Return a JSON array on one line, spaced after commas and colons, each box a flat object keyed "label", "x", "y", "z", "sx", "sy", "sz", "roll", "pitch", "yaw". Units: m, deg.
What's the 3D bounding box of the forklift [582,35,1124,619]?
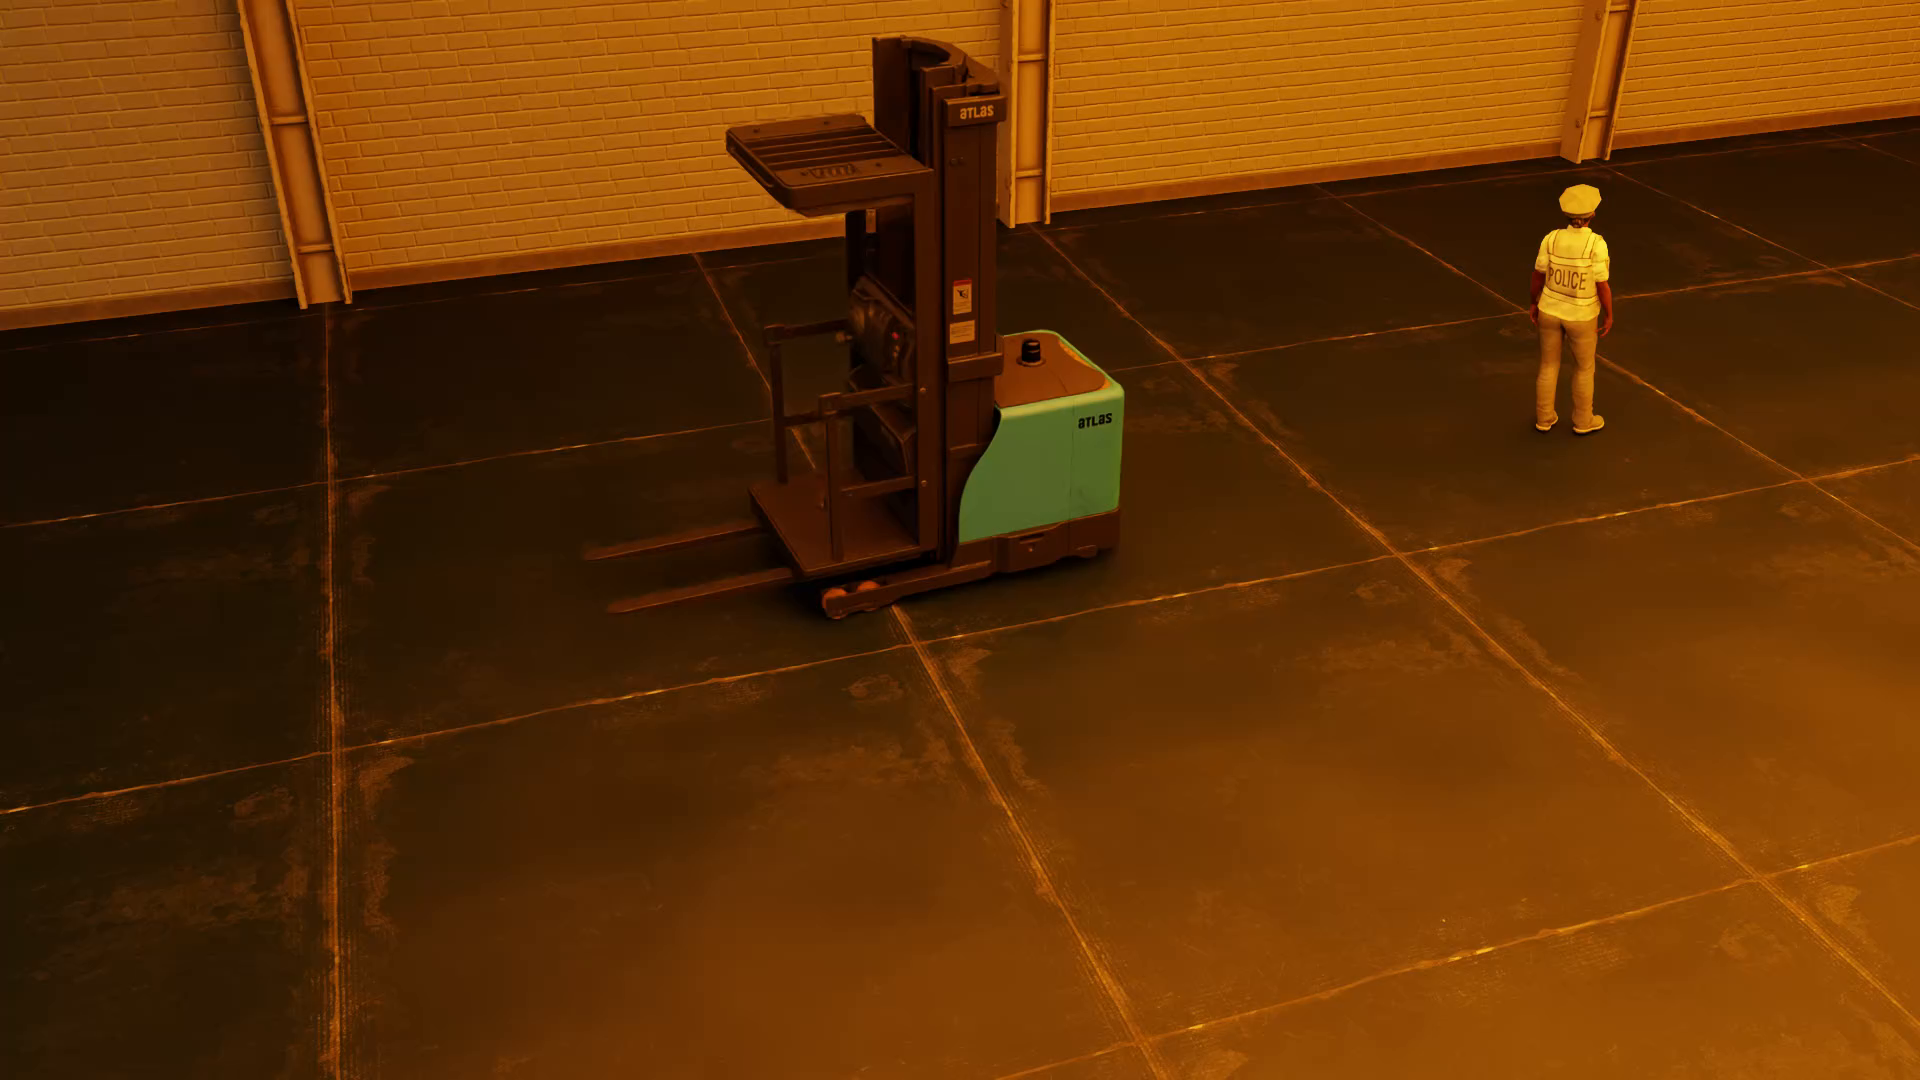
[{"label": "forklift", "x": -0.621, "y": -1.131, "z": 9.052, "sx": 3.031, "sy": 2.935, "sz": 1.130, "roll": -12, "pitch": 32, "yaw": -20}]

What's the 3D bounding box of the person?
[{"label": "person", "x": 4.043, "y": -1.512, "z": 10.940, "sx": 0.569, "sy": 1.697, "sz": 0.528, "roll": 22, "pitch": 36, "yaw": 33}]
